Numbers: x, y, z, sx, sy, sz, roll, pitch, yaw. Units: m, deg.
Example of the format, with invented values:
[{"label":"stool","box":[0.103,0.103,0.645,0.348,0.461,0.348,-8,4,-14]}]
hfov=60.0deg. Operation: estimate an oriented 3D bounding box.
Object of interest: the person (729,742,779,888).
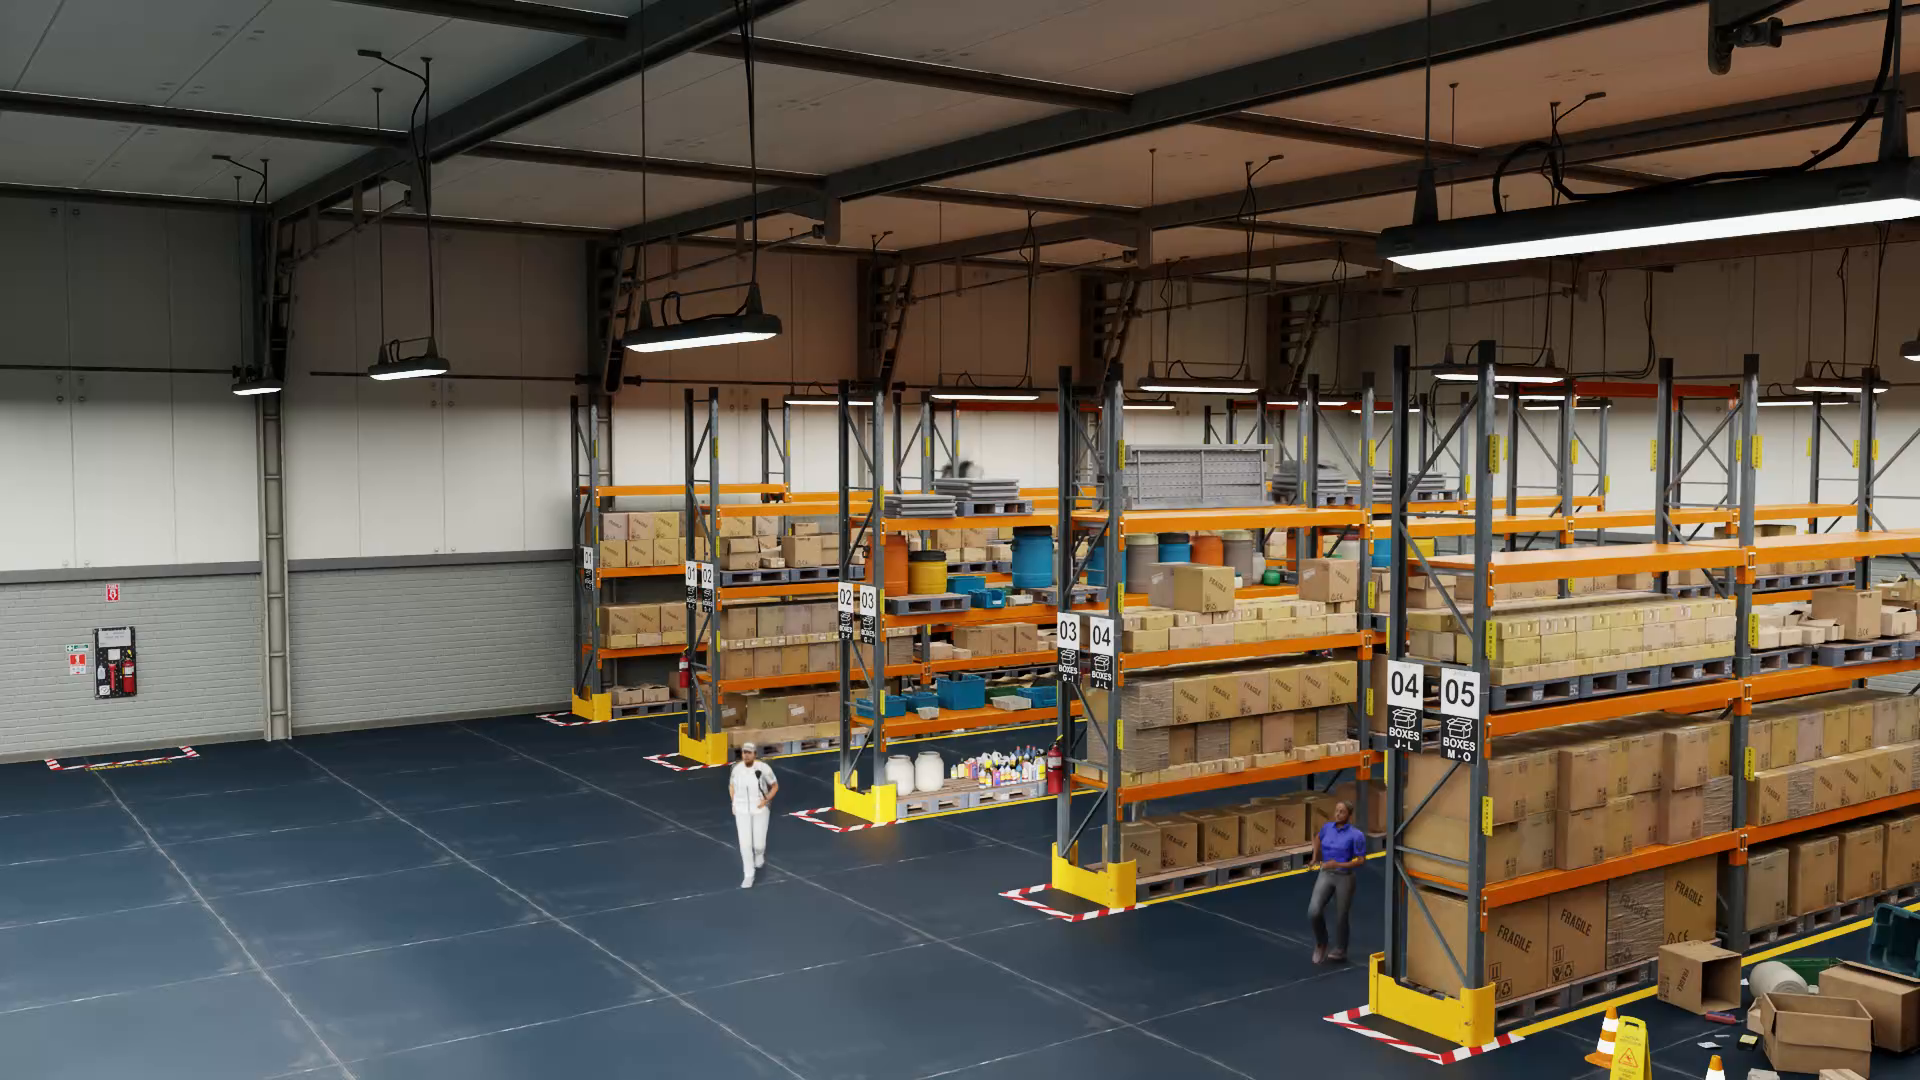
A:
[{"label":"person","box":[-2.426,3.185,19.489,0.602,1.659,0.693,0,3,3]}]

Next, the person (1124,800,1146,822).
[{"label":"person","box":[2.350,3.038,21.856,0.549,1.614,0.556,2,4,34]}]

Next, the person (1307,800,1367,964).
[{"label":"person","box":[3.703,3.376,16.338,0.591,1.659,0.599,2,4,31]}]
